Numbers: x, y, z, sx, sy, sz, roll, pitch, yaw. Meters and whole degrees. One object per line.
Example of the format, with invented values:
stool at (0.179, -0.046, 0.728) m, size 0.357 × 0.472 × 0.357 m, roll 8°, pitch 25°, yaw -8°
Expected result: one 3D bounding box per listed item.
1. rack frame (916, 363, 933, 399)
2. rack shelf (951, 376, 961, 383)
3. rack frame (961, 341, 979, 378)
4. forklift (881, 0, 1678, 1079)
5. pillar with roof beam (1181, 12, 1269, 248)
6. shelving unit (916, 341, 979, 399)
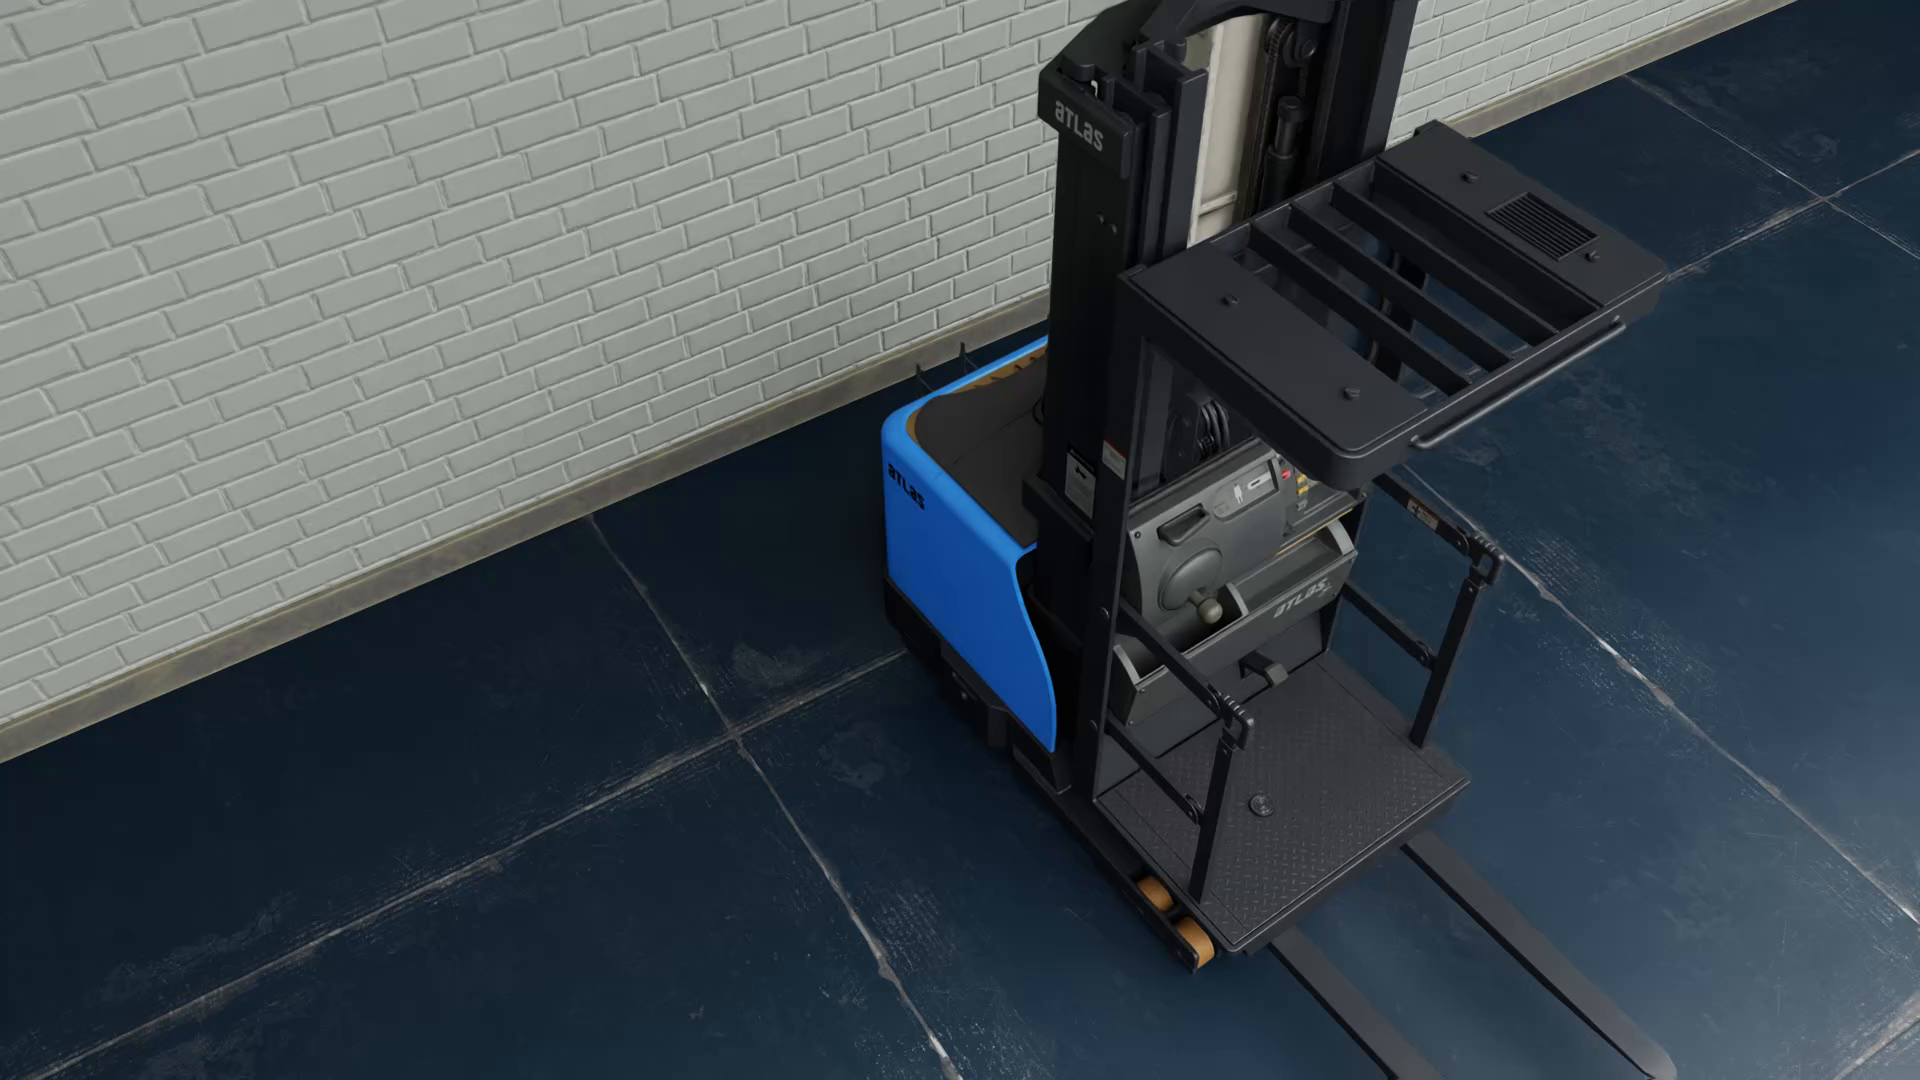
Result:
rack frame at (-0.088, -0.272, 6.334) m, size 0.006 × 0.900 × 0.240 m, roll -29°, pitch 54°, yaw -23°
rack shelf at (-0.006, -0.475, 6.197) m, size 0.200 × 0.077 × 0.258 m, roll -29°, pitch 54°, yaw -23°
rack frame at (0.076, -0.362, 6.414) m, size 0.006 × 0.900 × 0.240 m, roll -29°, pitch 54°, yaw -23°
forklift at (0.989, 0.004, 4.729) m, size 1.130 × 2.935 × 3.031 m, roll -29°, pitch 54°, yaw -23°
pillar with roof beam at (3.383, -1.504, 2.009) m, size 0.400 × 9.000 × 9.100 m, roll -25°, pitch 53°, yaw -21°
shelving unit at (-0.006, -0.317, 6.374) m, size 0.210 × 0.900 × 0.258 m, roll -29°, pitch 54°, yaw -23°
